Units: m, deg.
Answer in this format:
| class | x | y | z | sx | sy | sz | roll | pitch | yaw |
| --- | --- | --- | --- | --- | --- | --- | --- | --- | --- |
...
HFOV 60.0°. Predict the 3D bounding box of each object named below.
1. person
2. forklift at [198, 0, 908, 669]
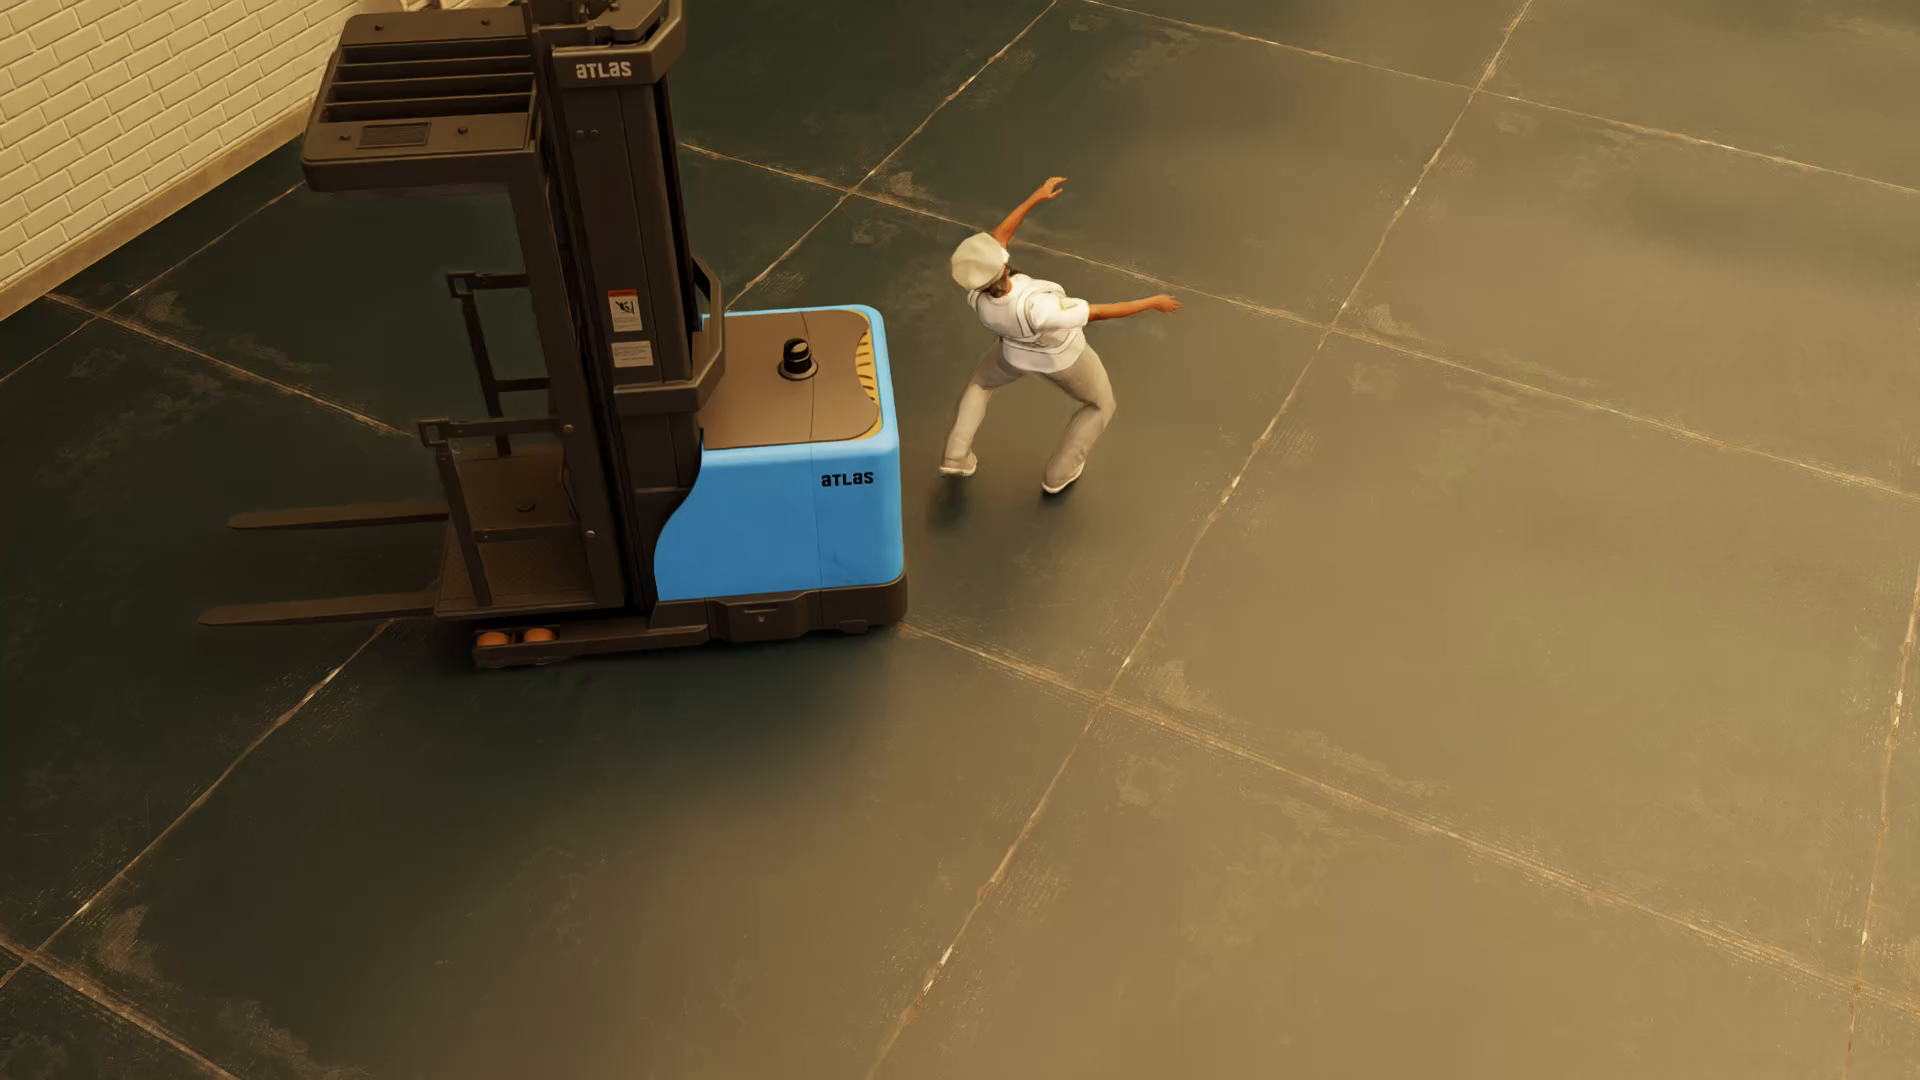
| class | x | y | z | sx | sy | sz | roll | pitch | yaw |
| --- | --- | --- | --- | --- | --- | --- | --- | --- | --- |
| person | 0.456 | -0.817 | 7.557 | 1.015 | 1.468 | 0.725 | 14 | 45 | 14 |
| forklift | -1.786 | -0.894 | 6.602 | 3.031 | 2.935 | 1.130 | -4 | 43 | -5 |
